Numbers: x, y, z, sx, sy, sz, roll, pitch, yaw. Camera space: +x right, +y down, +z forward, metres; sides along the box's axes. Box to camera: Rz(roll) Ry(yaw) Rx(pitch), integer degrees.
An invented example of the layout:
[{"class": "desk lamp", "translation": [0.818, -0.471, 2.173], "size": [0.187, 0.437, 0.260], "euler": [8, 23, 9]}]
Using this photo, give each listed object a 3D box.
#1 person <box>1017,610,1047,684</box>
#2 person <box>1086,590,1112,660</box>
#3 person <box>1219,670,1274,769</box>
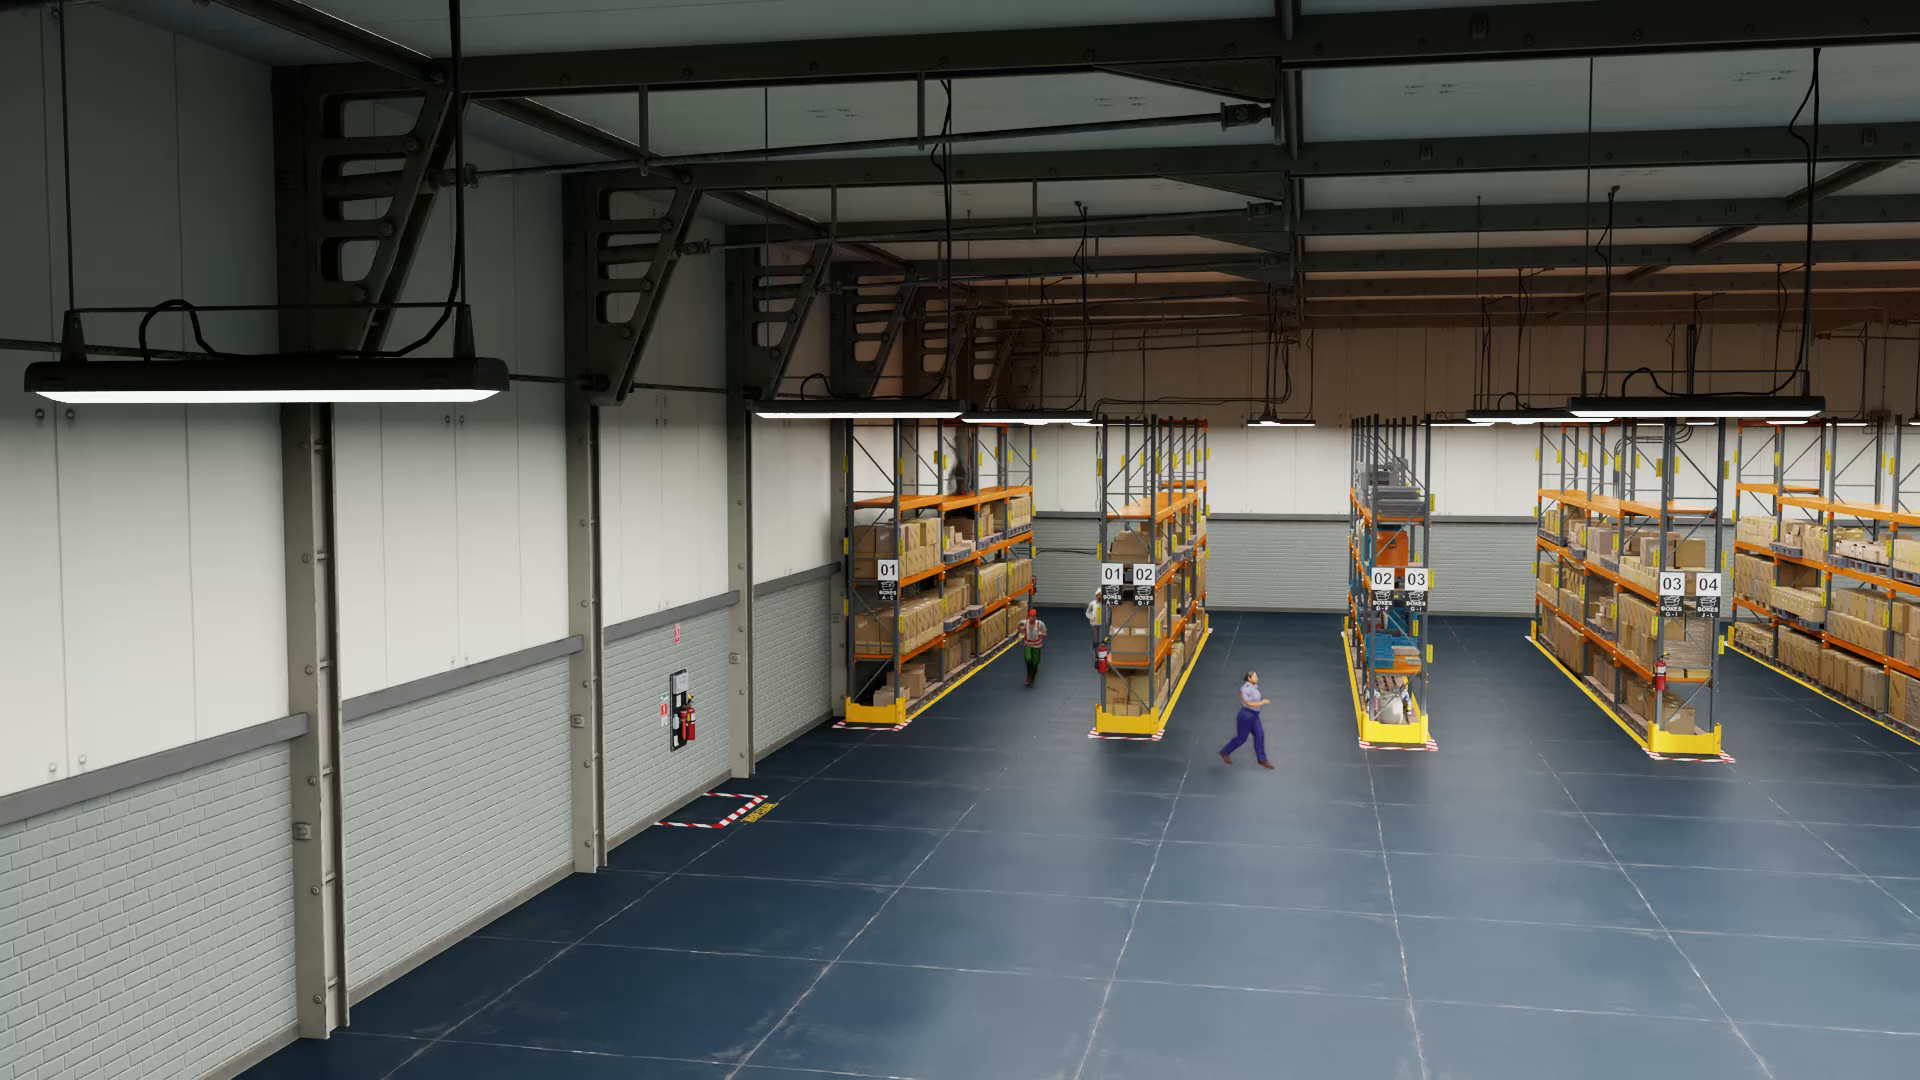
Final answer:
[{"class": "person", "translation": [1.604, 2.376, 37.028], "size": [0.642, 1.700, 0.887], "euler": [0, 4, 1]}, {"class": "person", "translation": [3.451, 2.107, 41.280], "size": [0.666, 1.760, 0.814], "euler": [0, 4, 0]}, {"class": "person", "translation": [4.841, 3.009, 28.036], "size": [0.933, 1.652, 0.598], "euler": [2, 4, 27]}]
